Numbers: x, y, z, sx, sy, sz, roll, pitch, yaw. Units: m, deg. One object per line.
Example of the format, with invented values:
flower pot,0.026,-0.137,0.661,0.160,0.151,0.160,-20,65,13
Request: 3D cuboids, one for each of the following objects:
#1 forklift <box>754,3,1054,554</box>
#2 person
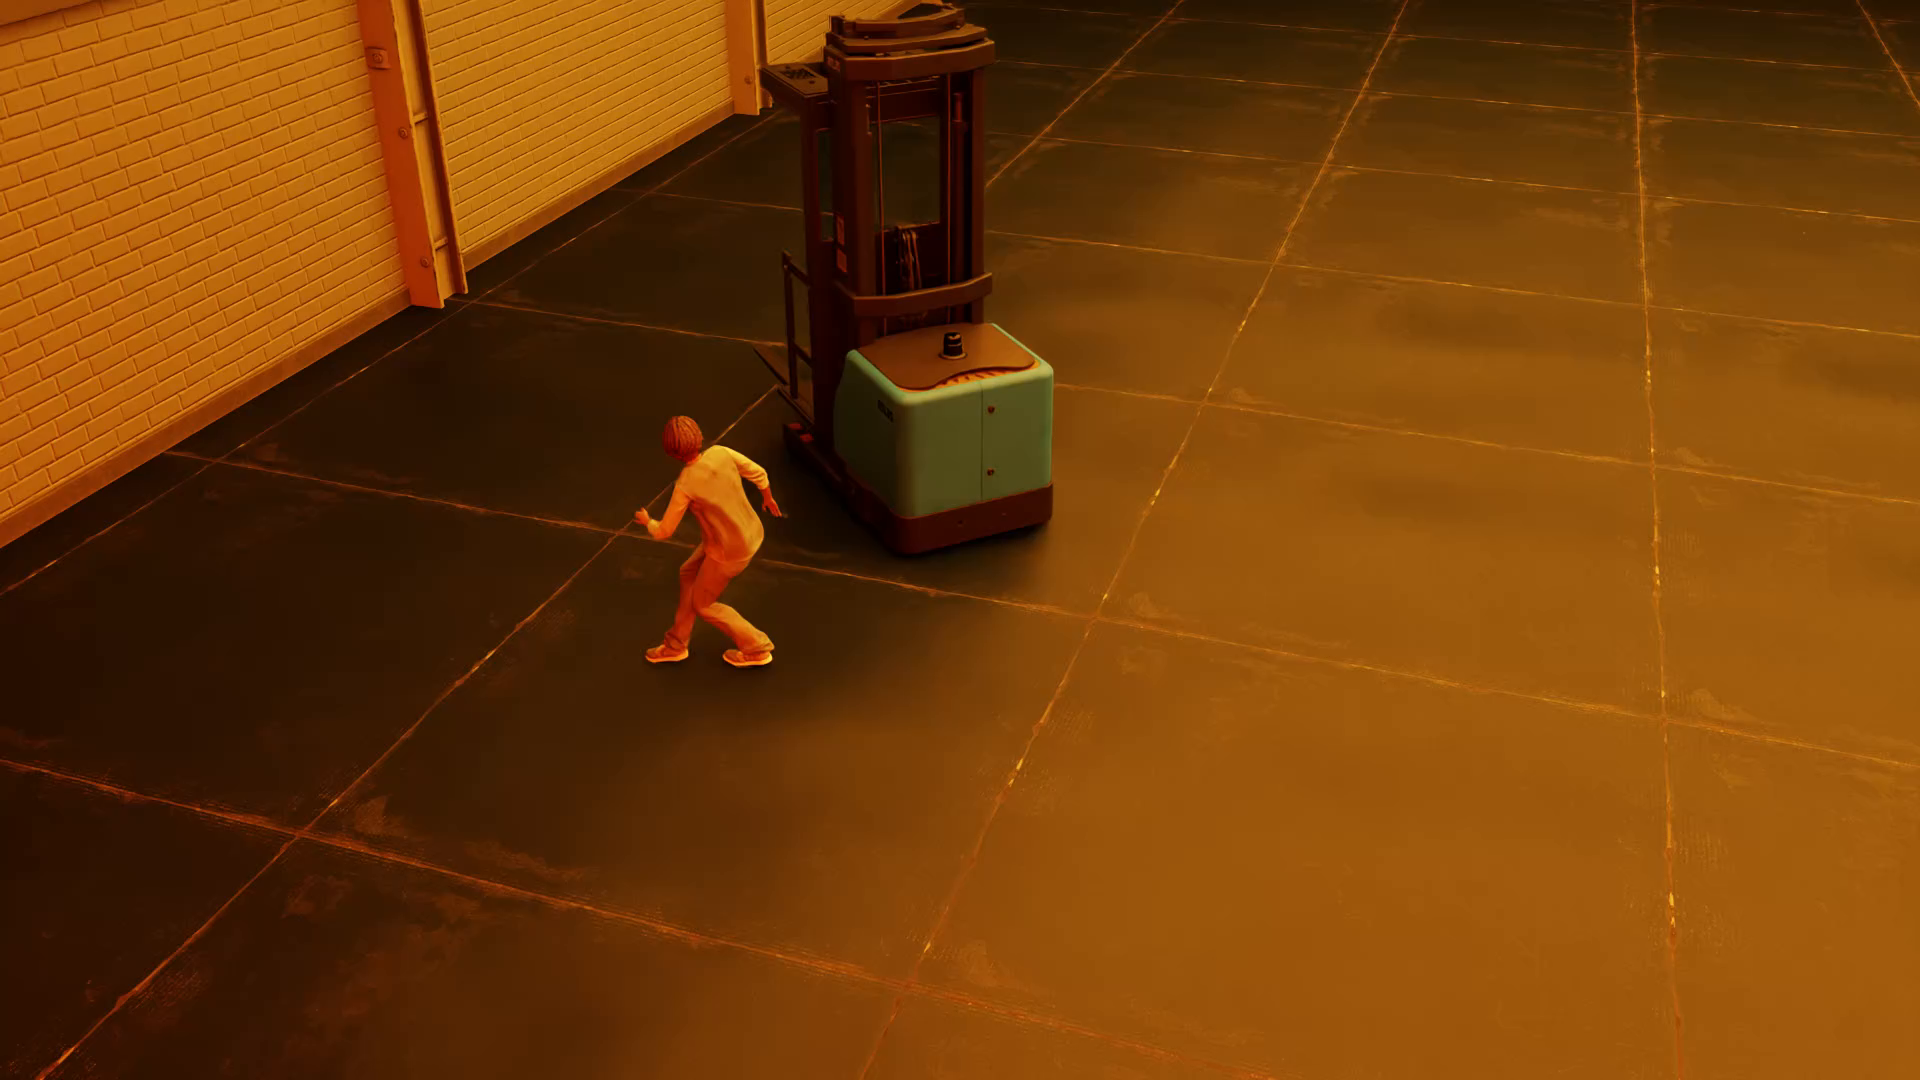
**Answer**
forklift,-0.537,-1.899,10.467,1.130,2.935,3.031,-14,32,-23
person,-1.333,-0.028,8.691,0.730,1.448,0.645,9,31,15
